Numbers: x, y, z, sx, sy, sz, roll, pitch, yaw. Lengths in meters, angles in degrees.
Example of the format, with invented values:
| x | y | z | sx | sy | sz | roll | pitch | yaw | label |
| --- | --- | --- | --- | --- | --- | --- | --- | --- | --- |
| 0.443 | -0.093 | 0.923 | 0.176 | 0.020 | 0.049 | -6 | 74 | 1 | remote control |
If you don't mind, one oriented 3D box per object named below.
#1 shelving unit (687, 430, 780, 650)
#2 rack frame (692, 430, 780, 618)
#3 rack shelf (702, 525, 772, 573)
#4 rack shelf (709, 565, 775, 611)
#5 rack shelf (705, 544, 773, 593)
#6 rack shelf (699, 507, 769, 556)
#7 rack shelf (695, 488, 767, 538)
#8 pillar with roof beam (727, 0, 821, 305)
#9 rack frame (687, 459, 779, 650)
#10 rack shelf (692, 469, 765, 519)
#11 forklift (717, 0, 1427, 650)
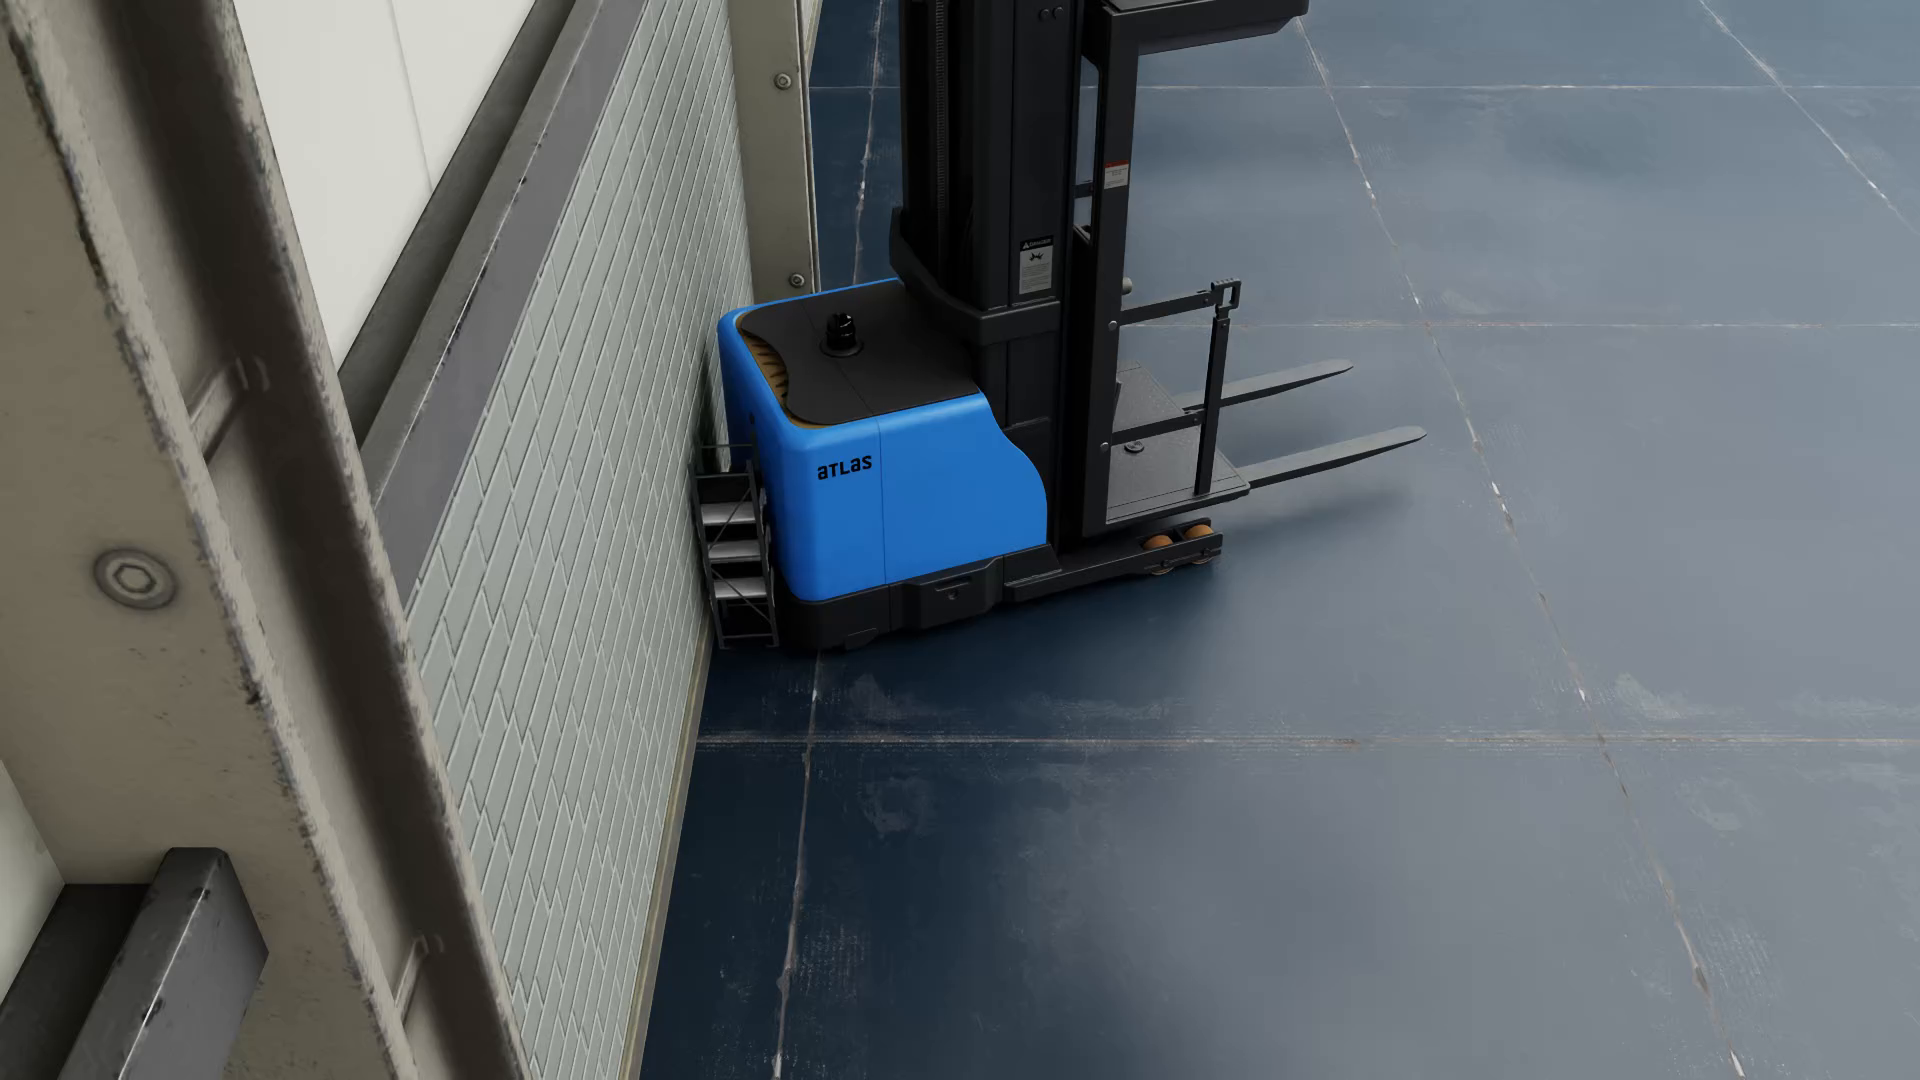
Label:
| x | y | z | sx | sy | sz | roll | pitch | yaw | label |
| --- | --- | --- | --- | --- | --- | --- | --- | --- | --- |
| -0.872 | 0.012 | 6.504 | 0.258 | 0.900 | 0.210 | -3 | 36 | 0 | shelving unit |
| -0.876 | -0.049 | 6.586 | 0.240 | 0.900 | 0.006 | -3 | 36 | 0 | rack frame |
| -0.870 | 0.038 | 6.524 | 0.258 | 0.077 | 0.200 | -3 | 36 | 0 | rack shelf |
| -0.862 | 0.183 | 6.630 | 0.258 | 0.077 | 0.200 | -3 | 36 | 0 | rack shelf |
| -0.866 | 0.111 | 6.577 | 0.258 | 0.077 | 0.200 | -3 | 36 | 0 | rack shelf |
| -0.875 | -0.034 | 6.470 | 0.258 | 0.077 | 0.200 | -3 | 36 | 0 | rack shelf |
| -0.879 | -0.106 | 6.417 | 0.258 | 0.077 | 0.200 | -3 | 36 | 0 | rack shelf |
| 3.419 | -4.628 | 5.830 | 9.100 | 9.000 | 0.400 | 0 | 39 | 0 | pillar with roof beam |
| -0.869 | 0.072 | 6.422 | 0.240 | 0.900 | 0.006 | -3 | 36 | 0 | rack frame |
| -0.884 | -0.179 | 6.364 | 0.258 | 0.077 | 0.200 | -3 | 36 | 0 | rack shelf |
| 0.579 | -1.289 | 6.515 | 3.031 | 2.935 | 1.130 | -14 | 41 | -17 | forklift |
